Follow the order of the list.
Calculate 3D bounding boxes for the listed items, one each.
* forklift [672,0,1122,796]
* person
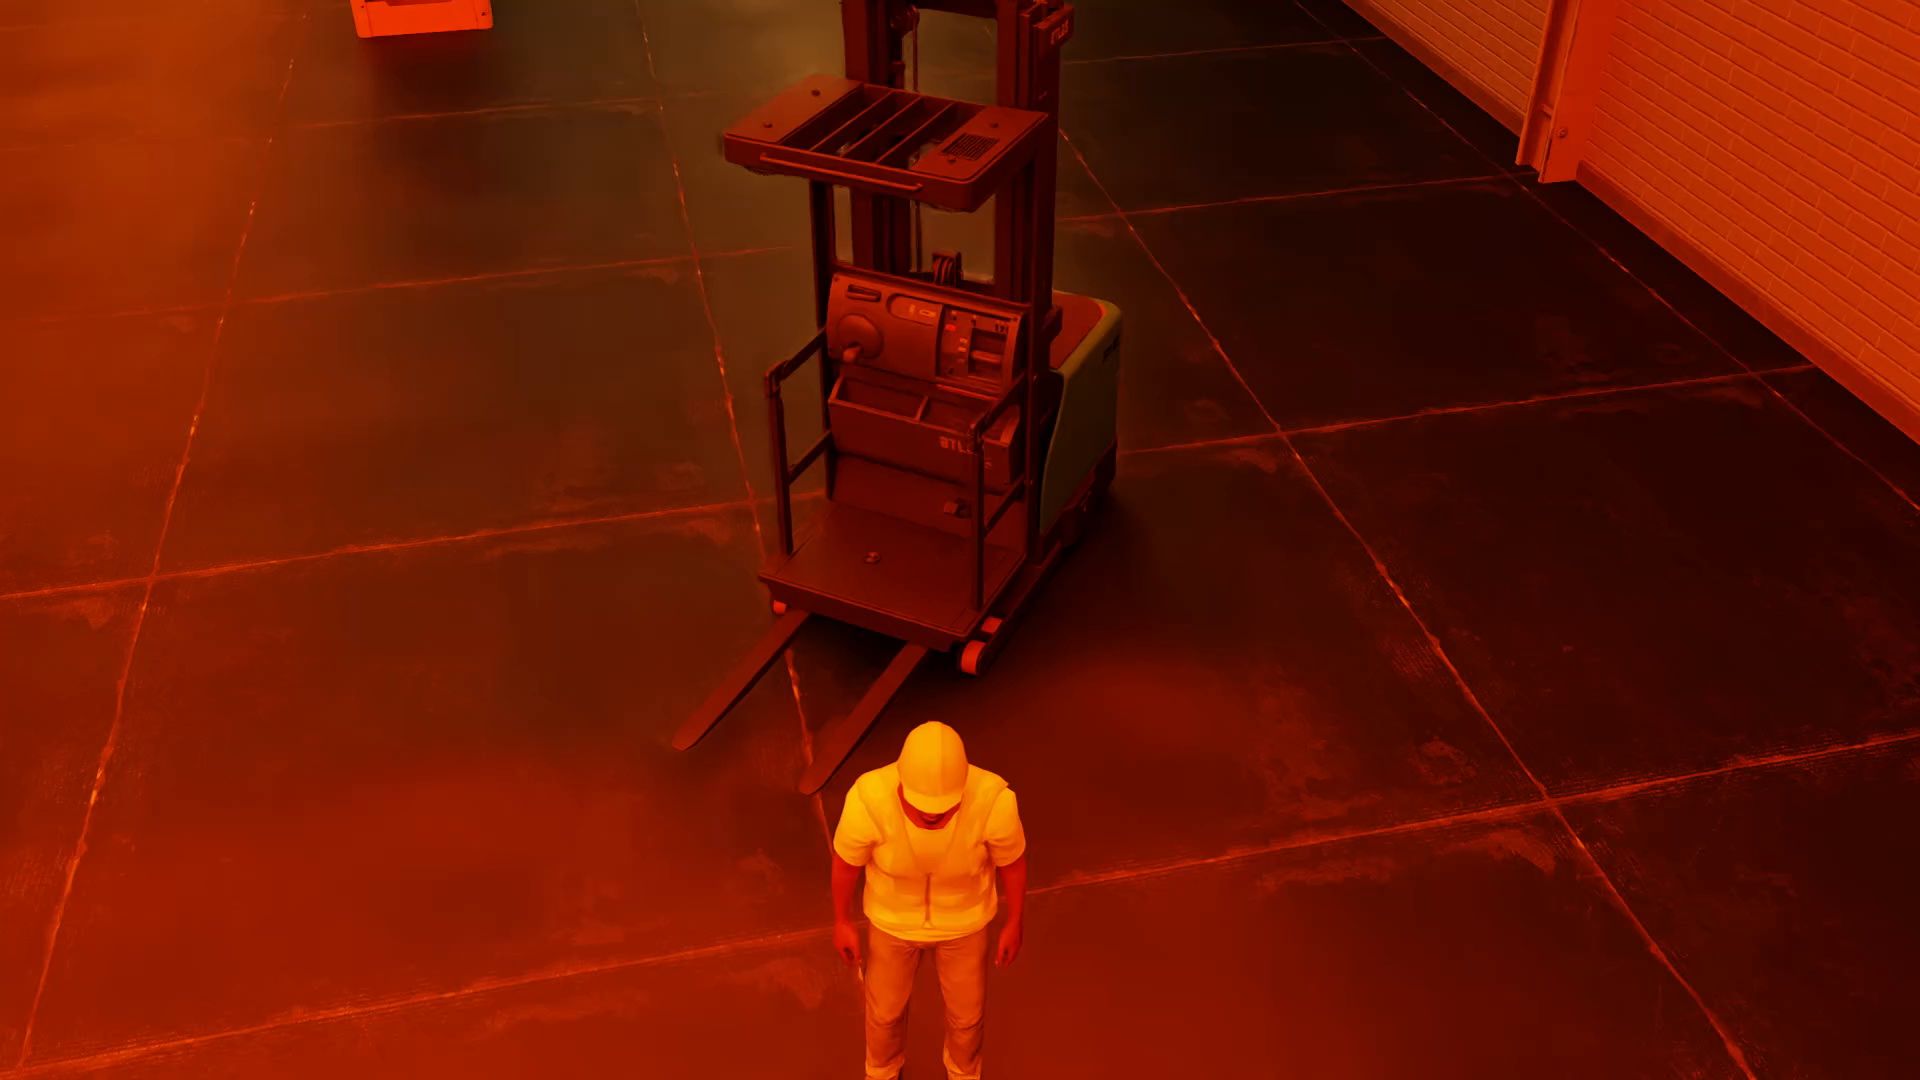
[{"bbox_3d":[-0.258,-0.855,7.239,1.130,2.935,3.031,16,39,20],"label":"forklift"},{"bbox_3d":[-0.100,1.232,5.345,0.626,1.759,0.463,1,36,1],"label":"person"}]
